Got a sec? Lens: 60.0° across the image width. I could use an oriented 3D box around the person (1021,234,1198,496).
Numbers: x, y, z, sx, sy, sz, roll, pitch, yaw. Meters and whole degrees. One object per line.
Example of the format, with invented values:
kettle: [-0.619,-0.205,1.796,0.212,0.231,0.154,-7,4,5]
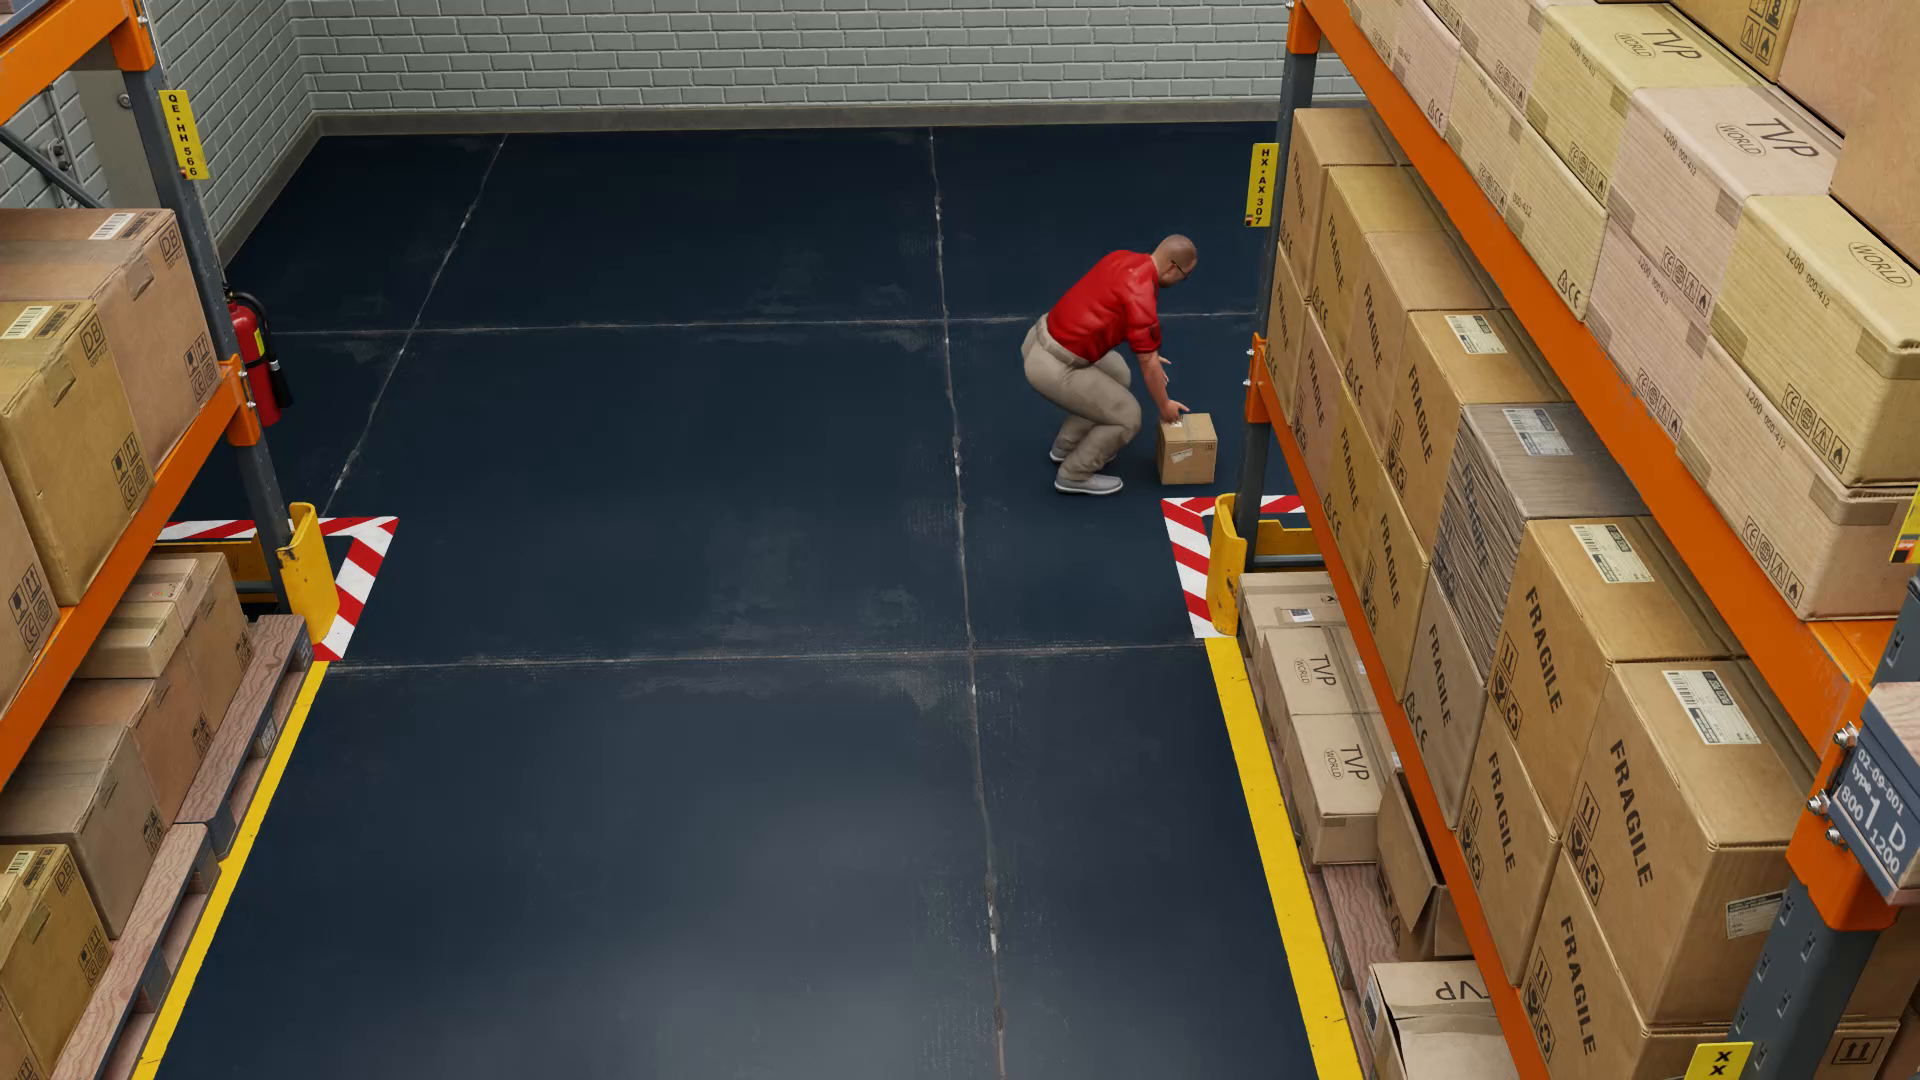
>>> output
person: [0.683,-0.851,7.815,0.794,1.228,0.583,-2,35,-2]
